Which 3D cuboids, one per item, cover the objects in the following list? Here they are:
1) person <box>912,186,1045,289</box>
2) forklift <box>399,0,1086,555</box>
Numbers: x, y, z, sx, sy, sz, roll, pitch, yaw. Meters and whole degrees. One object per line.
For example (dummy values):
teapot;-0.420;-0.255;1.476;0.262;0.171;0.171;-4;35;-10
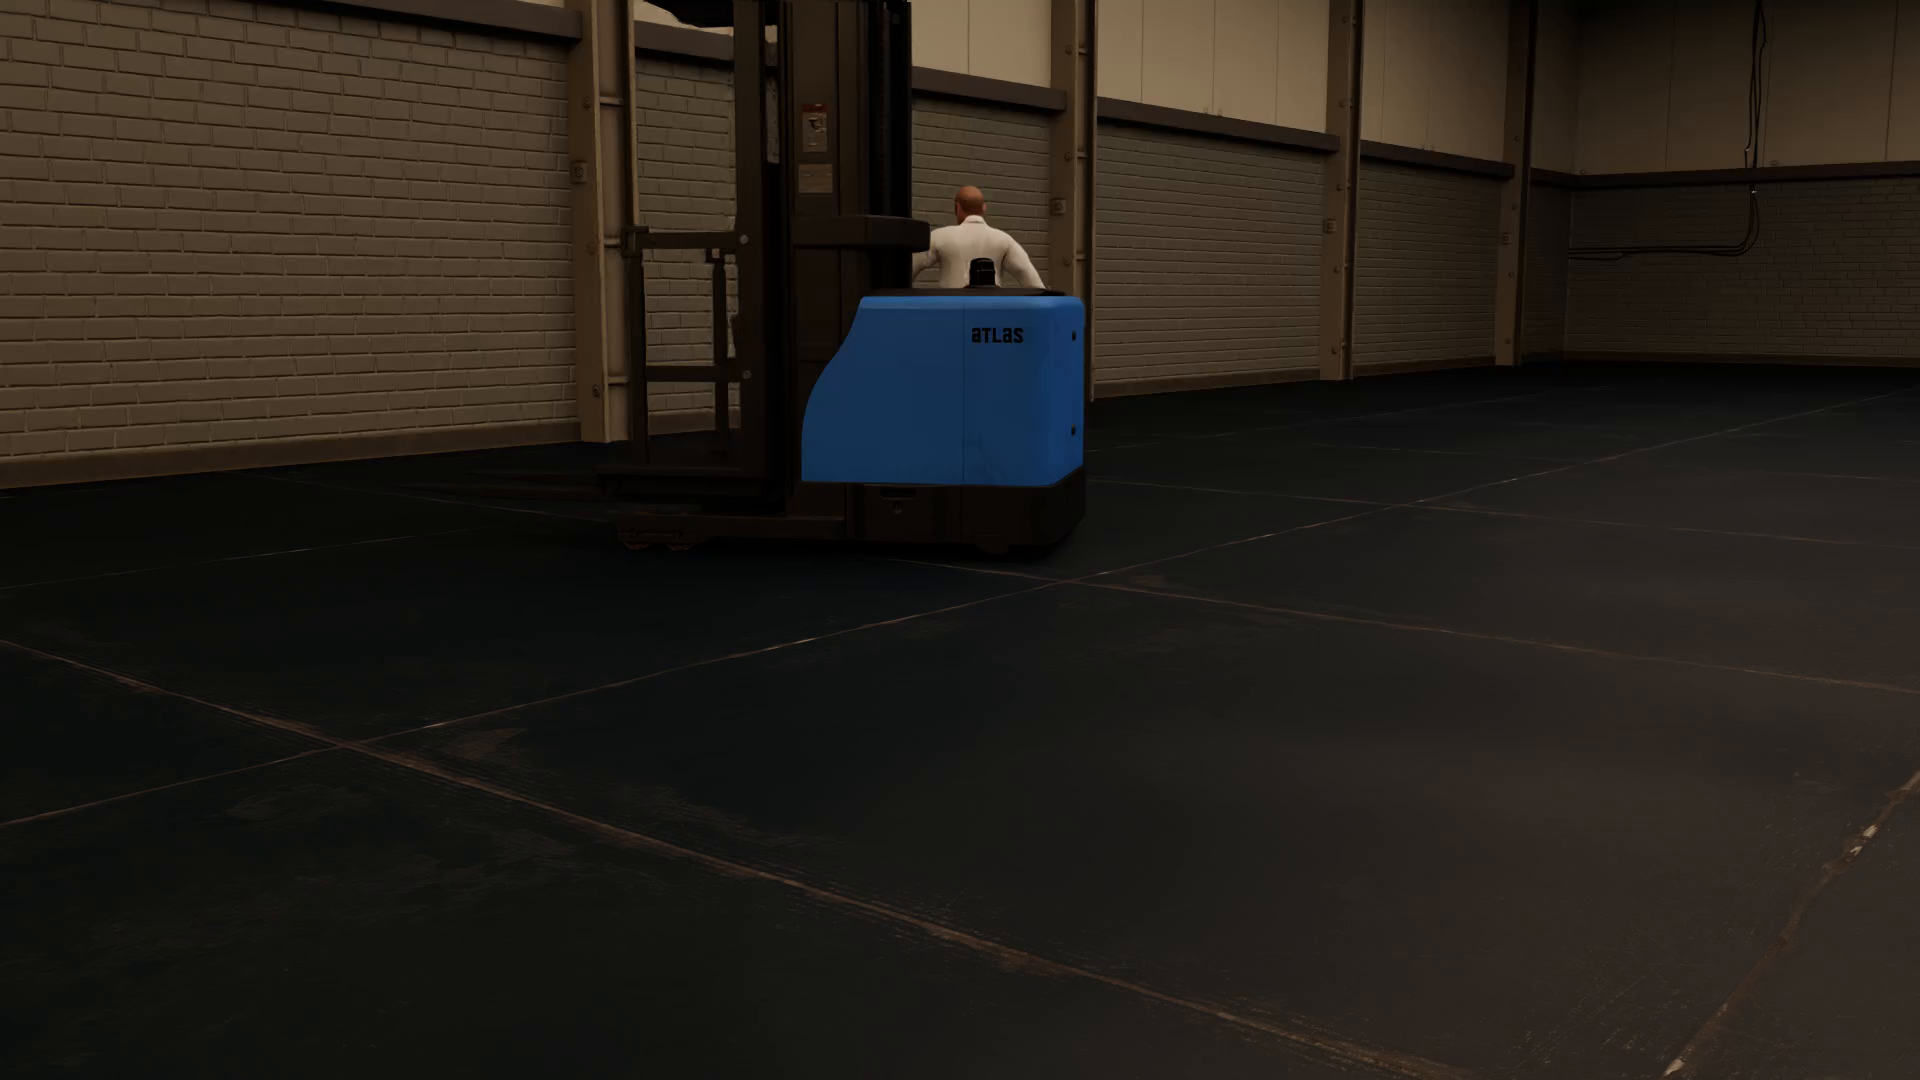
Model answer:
person;0.090;-1.298;10.332;1.032;1.765;0.796;-1;8;-8
forklift;-0.995;-1.474;7.354;3.031;2.935;1.130;2;9;12
